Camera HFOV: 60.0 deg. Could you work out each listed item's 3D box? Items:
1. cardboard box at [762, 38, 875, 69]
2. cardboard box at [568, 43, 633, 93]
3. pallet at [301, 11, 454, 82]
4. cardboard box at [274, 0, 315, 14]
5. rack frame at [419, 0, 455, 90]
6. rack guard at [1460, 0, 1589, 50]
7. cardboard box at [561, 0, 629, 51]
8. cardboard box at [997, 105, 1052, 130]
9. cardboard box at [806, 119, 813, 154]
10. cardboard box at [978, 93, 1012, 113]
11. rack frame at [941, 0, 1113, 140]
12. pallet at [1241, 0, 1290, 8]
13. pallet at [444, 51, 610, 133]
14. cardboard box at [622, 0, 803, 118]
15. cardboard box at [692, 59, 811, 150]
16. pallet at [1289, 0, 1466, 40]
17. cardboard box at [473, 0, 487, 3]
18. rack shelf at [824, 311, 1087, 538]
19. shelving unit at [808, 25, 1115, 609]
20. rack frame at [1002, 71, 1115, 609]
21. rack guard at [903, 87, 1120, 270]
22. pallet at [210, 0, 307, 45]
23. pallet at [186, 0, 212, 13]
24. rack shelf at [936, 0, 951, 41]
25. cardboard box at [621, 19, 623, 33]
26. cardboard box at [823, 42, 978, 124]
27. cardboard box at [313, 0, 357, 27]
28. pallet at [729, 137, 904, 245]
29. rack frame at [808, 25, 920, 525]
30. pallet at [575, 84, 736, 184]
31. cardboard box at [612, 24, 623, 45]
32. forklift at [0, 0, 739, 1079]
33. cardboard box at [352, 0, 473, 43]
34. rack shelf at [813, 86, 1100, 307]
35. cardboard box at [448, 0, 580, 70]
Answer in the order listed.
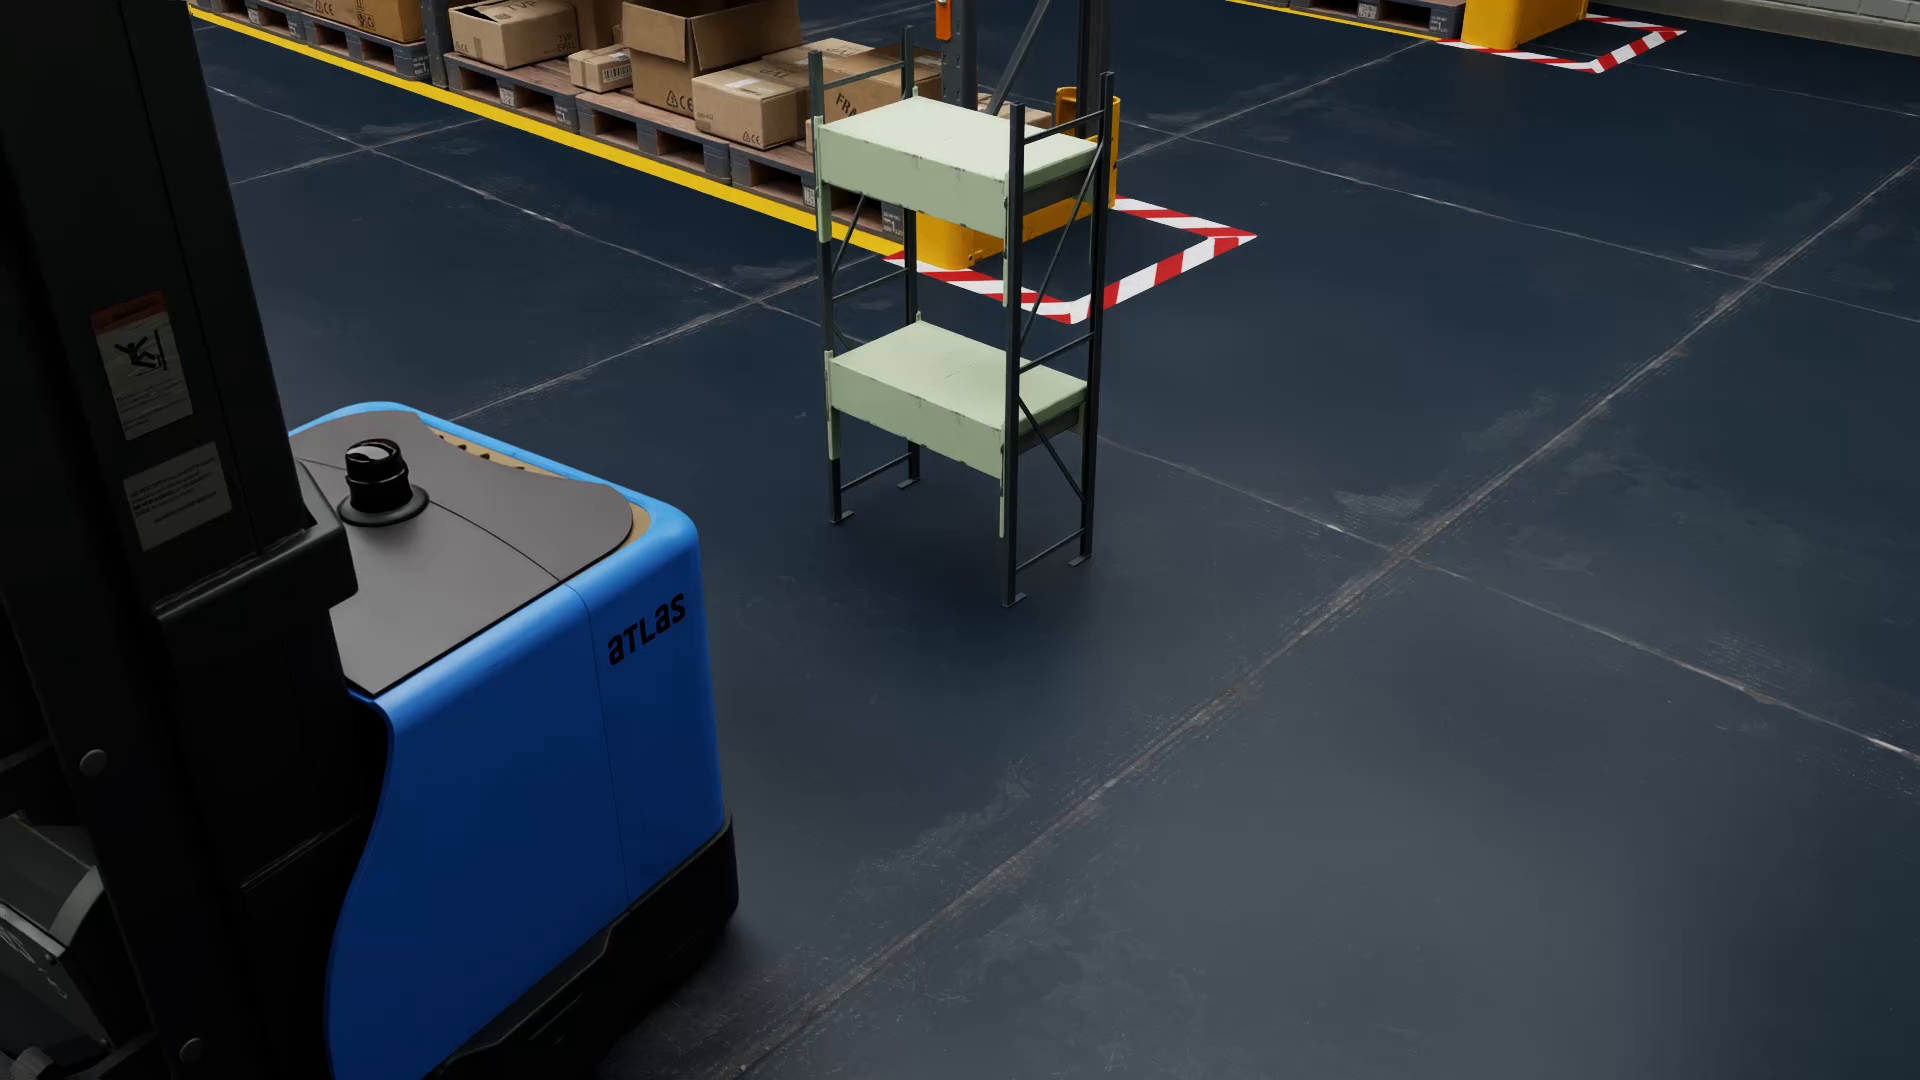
[{"bbox_3d":[-0.653,-2.346,8.478,0.500,0.250,0.500,25,39,35],"label":"cardboard box"},{"bbox_3d":[-1.851,-2.528,8.861,0.250,0.166,0.380,25,39,35],"label":"cardboard box"},{"bbox_3d":[-3.293,-3.149,10.277,1.213,0.211,1.003,25,39,35],"label":"pallet"},{"bbox_3d":[-3.956,-3.604,10.325,0.500,0.500,0.500,26,39,36],"label":"cardboard box"},{"bbox_3d":[-2.665,-4.077,9.114,0.127,3.000,1.000,25,39,35],"label":"rack frame"},{"bbox_3d":[3.640,-3.509,10.594,0.348,0.500,1.175,25,39,35],"label":"rack guard"},{"bbox_3d":[-2.052,-3.106,9.498,0.500,0.500,0.500,25,39,35],"label":"cardboard box"},{"bbox_3d":[0.221,-1.936,7.895,0.250,0.149,0.380,25,39,35],"label":"cardboard box"},{"bbox_3d":[-0.508,-1.936,7.878,0.250,0.166,0.380,25,39,35],"label":"cardboard box"},{"bbox_3d":[0.036,-2.030,8.034,0.250,0.166,0.380,25,39,35],"label":"cardboard box"},{"bbox_3d":[0.301,-2.692,6.814,0.127,3.000,1.000,25,39,35],"label":"rack frame"},{"bbox_3d":[2.076,-4.062,11.794,1.213,0.211,1.003,25,39,35],"label":"pallet"},{"bbox_3d":[-2.156,-2.644,9.438,1.213,0.211,1.003,25,39,35],"label":"pallet"},{"bbox_3d":[-1.269,-2.548,8.567,0.637,0.503,0.797,25,39,35],"label":"cardboard box"},{"bbox_3d":[-0.952,-2.137,8.131,0.500,0.250,0.500,25,39,35],"label":"cardboard box"},{"bbox_3d":[2.977,-3.640,11.092,1.213,0.211,1.003,25,39,35],"label":"pallet"},{"bbox_3d":[-2.860,-3.455,10.078,0.500,0.500,0.500,23,38,33],"label":"cardboard box"},{"bbox_3d":[-0.005,-0.366,5.035,0.720,0.370,0.431,25,39,35],"label":"rack shelf"},{"bbox_3d":[-0.005,-0.645,4.867,0.755,1.500,0.431,25,39,35],"label":"shelving unit"},{"bbox_3d":[0.266,-0.518,4.657,0.023,1.500,0.400,25,39,35],"label":"rack frame"},{"bbox_3d":[0.244,-1.648,7.503,0.348,0.500,1.175,25,39,35],"label":"rack guard"},{"bbox_3d":[-4.202,-3.571,10.978,1.213,0.211,1.003,25,39,35],"label":"pallet"},{"bbox_3d":[-5.103,-3.994,11.679,1.213,0.211,1.003,25,39,35],"label":"pallet"},{"bbox_3d":[-1.182,-3.076,8.150,4.000,0.370,1.077,25,39,35],"label":"rack shelf"},{"bbox_3d":[-1.496,-2.765,9.115,0.500,0.311,0.500,25,39,35],"label":"cardboard box"},{"bbox_3d":[-0.268,-1.904,7.502,0.500,0.500,0.500,25,39,35],"label":"cardboard box"},{"bbox_3d":[-3.584,-3.430,10.036,0.500,0.500,0.500,25,39,35],"label":"cardboard box"},{"bbox_3d":[-0.347,-1.800,8.035,1.213,0.211,1.003,25,39,35],"label":"pallet"},{"bbox_3d":[-0.276,-0.772,5.077,0.023,1.500,0.400,25,39,35],"label":"rack frame"},{"bbox_3d":[-1.248,-2.222,8.736,1.213,0.211,1.003,25,39,35],"label":"pallet"},{"bbox_3d":[-1.734,-2.848,9.411,0.250,0.149,0.380,25,39,35],"label":"cardboard box"},{"bbox_3d":[-1.741,0.101,2.240,1.130,2.935,3.031,19,36,29],"label":"forklift"},{"bbox_3d":[-3.223,-3.256,9.747,0.500,0.500,0.500,25,39,35],"label":"cardboard box"},{"bbox_3d":[-0.005,-0.979,4.666,0.720,0.370,0.431,25,39,35],"label":"rack shelf"},{"bbox_3d":[-2.499,-2.885,9.315,0.500,0.311,0.500,25,39,35],"label":"cardboard box"}]
